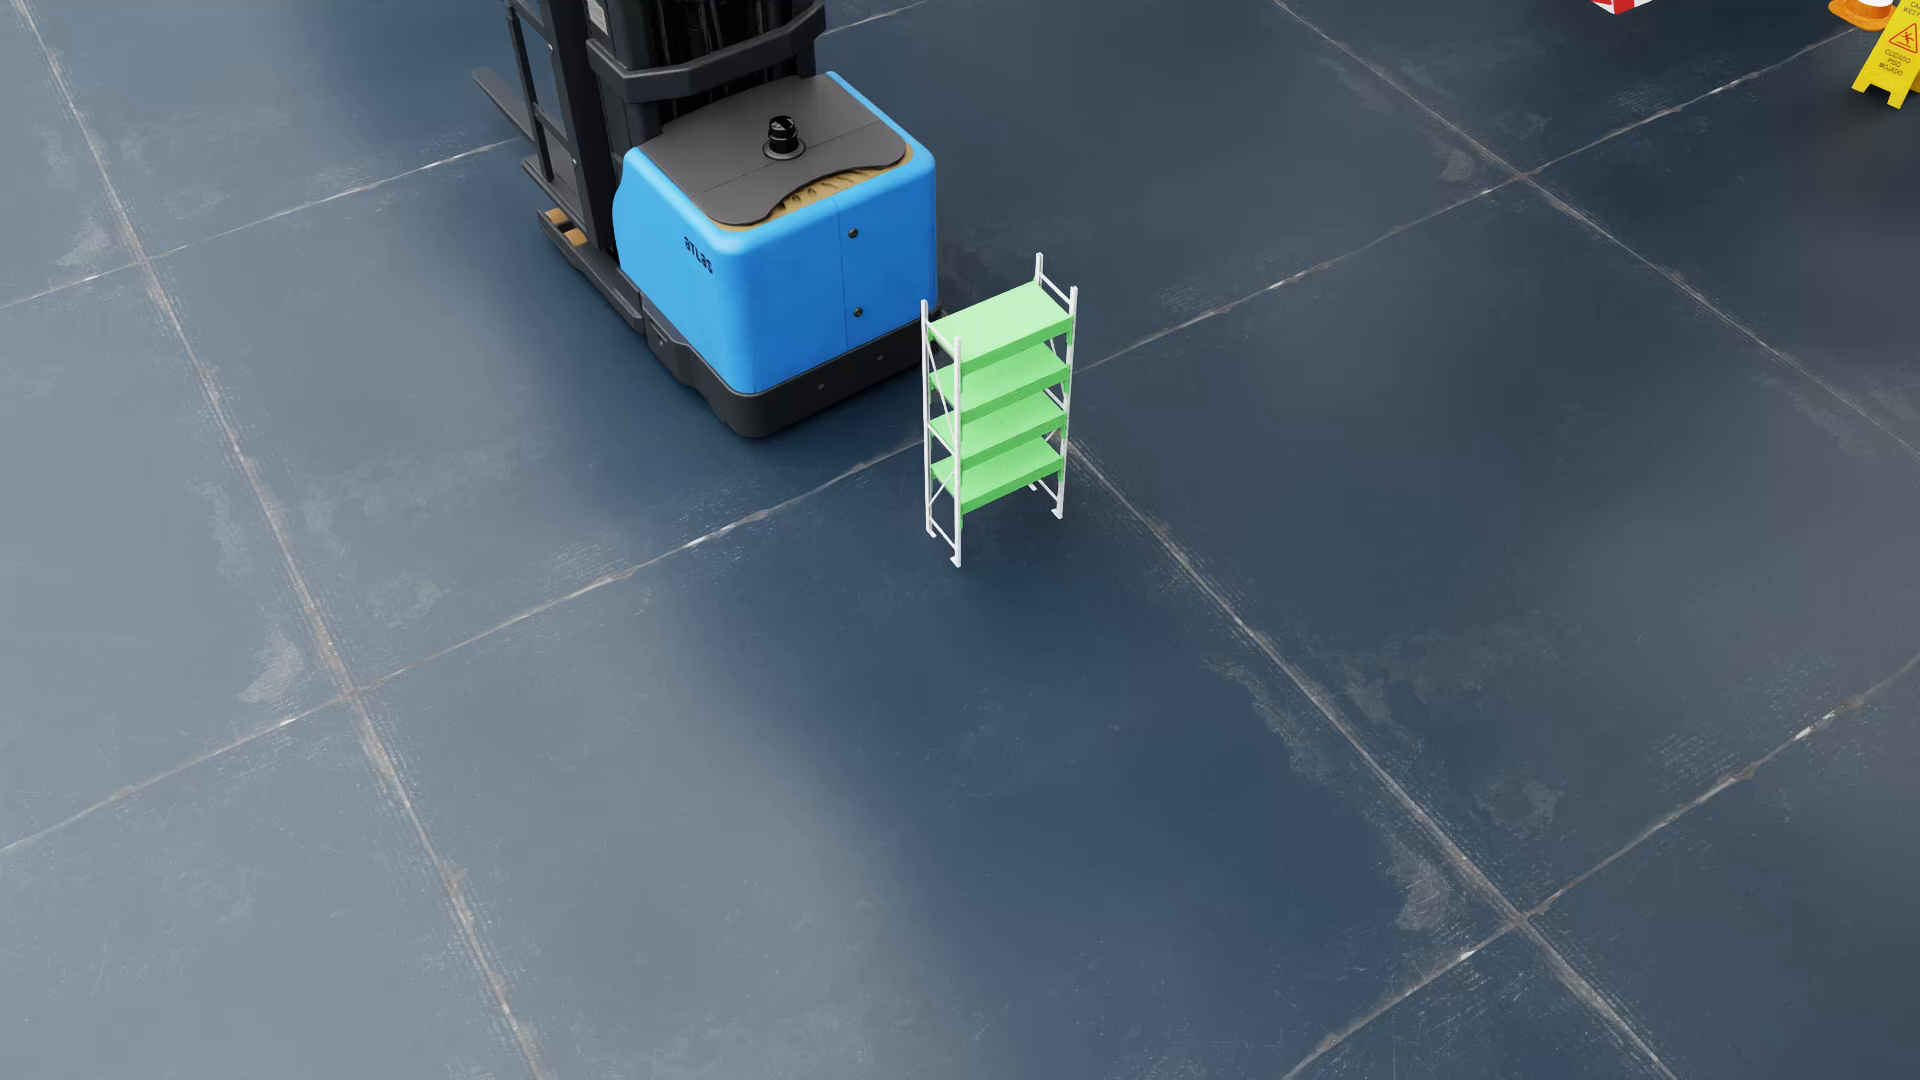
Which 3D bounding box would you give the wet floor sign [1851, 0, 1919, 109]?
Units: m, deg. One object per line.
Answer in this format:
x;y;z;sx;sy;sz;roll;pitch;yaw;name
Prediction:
4.910;-2.600;8.578;0.232;0.644;0.267;-34;57;-27;wet floor sign

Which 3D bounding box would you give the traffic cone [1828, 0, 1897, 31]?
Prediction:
5.085;-3.116;9.160;0.334;0.463;0.336;-25;53;-21;traffic cone

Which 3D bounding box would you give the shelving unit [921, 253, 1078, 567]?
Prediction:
0.140;-0.465;6.306;0.503;1.200;0.258;-25;53;-21;shelving unit

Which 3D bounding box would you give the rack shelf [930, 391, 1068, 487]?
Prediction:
0.140;-0.422;6.354;0.480;0.148;0.258;-25;53;-21;rack shelf

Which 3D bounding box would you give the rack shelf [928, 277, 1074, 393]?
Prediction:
0.140;-0.742;5.995;0.480;0.148;0.258;-25;53;-21;rack shelf

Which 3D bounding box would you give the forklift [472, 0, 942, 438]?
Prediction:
-1.351;-2.469;6.931;1.130;2.935;3.031;-28;54;-23;forklift

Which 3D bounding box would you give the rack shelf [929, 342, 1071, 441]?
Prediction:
0.140;-0.582;6.174;0.480;0.148;0.258;-25;53;-21;rack shelf

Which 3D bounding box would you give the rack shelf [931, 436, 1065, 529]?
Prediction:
0.140;-0.263;6.533;0.480;0.148;0.258;-25;53;-21;rack shelf

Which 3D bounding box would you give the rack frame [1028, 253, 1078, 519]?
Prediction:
0.346;-0.562;6.393;0.015;1.200;0.240;-25;53;-21;rack frame

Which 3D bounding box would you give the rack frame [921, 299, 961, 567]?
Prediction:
-0.066;-0.368;6.219;0.015;1.200;0.240;-25;53;-21;rack frame
